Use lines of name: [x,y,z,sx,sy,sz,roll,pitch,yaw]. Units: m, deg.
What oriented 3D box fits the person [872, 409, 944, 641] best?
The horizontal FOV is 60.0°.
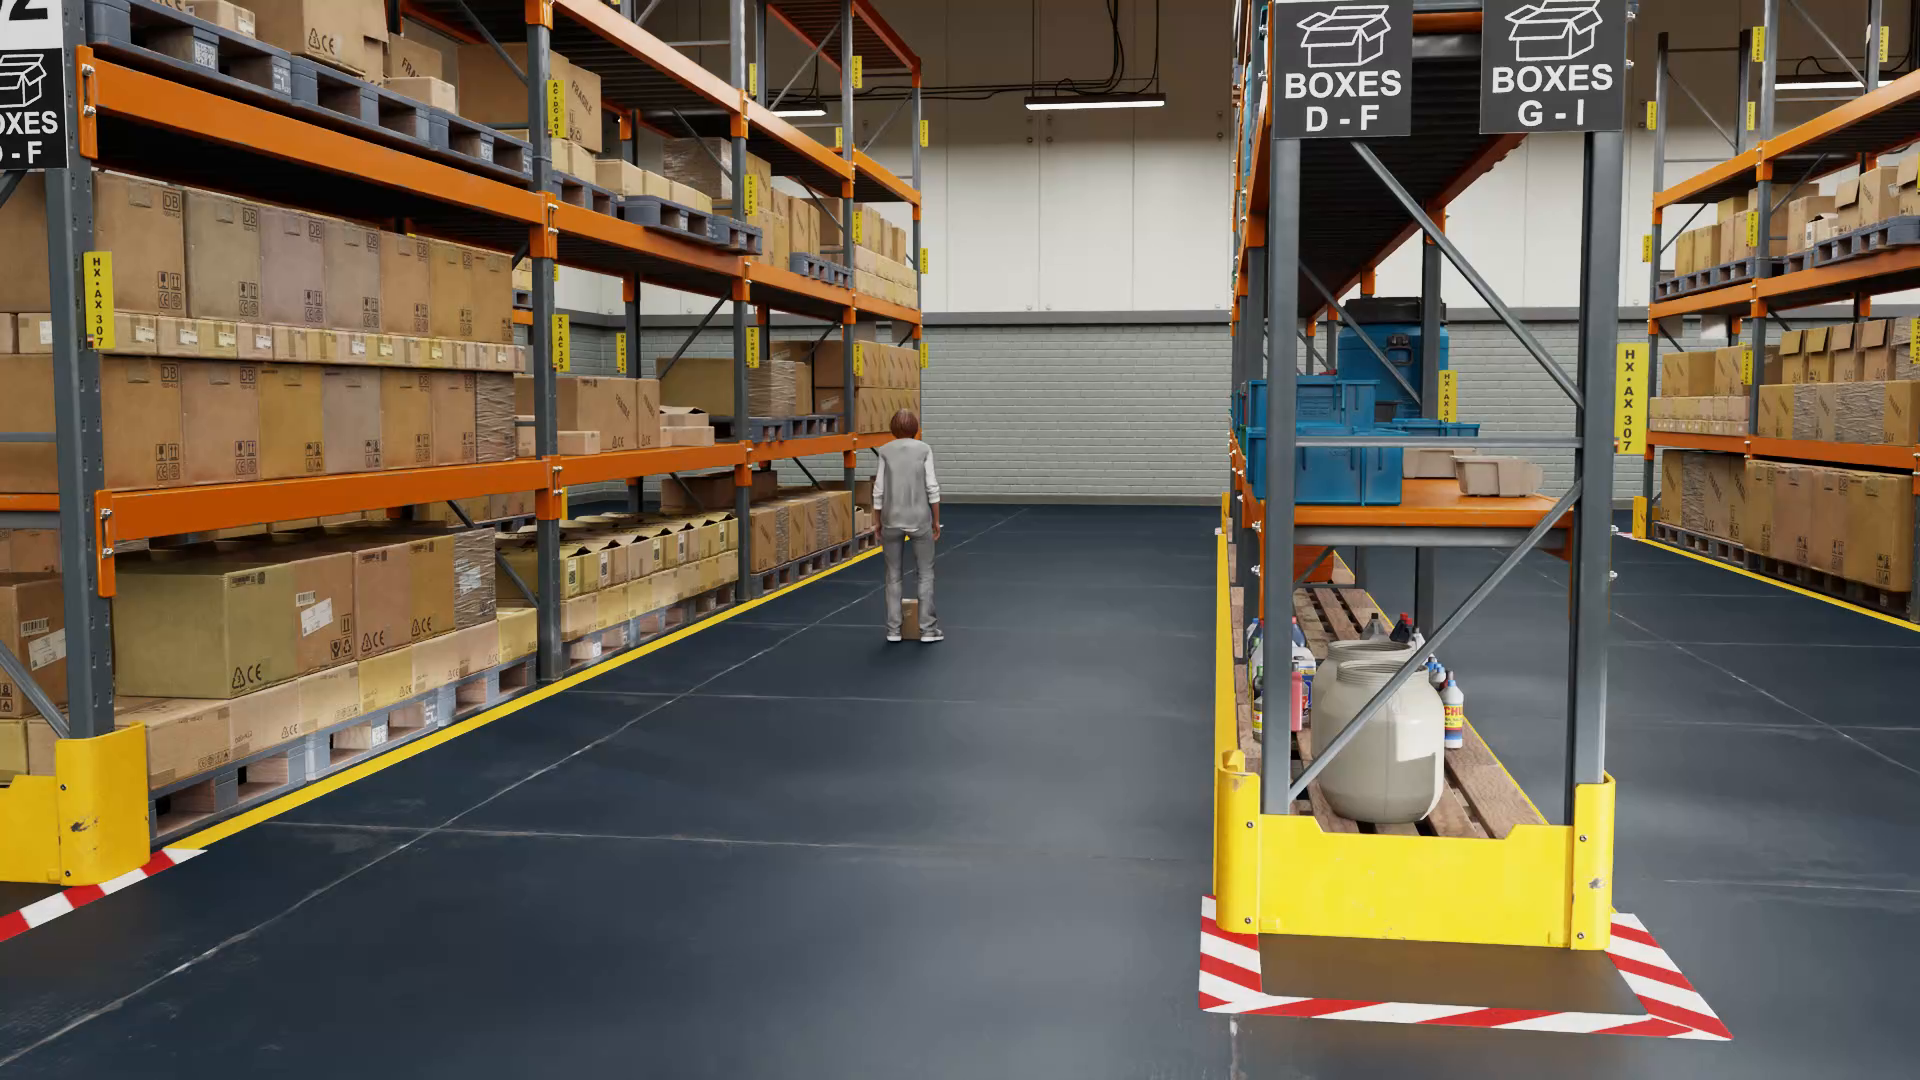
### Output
person: [-0.357,-0.098,11.336,0.475,1.592,0.347,0,5,5]
